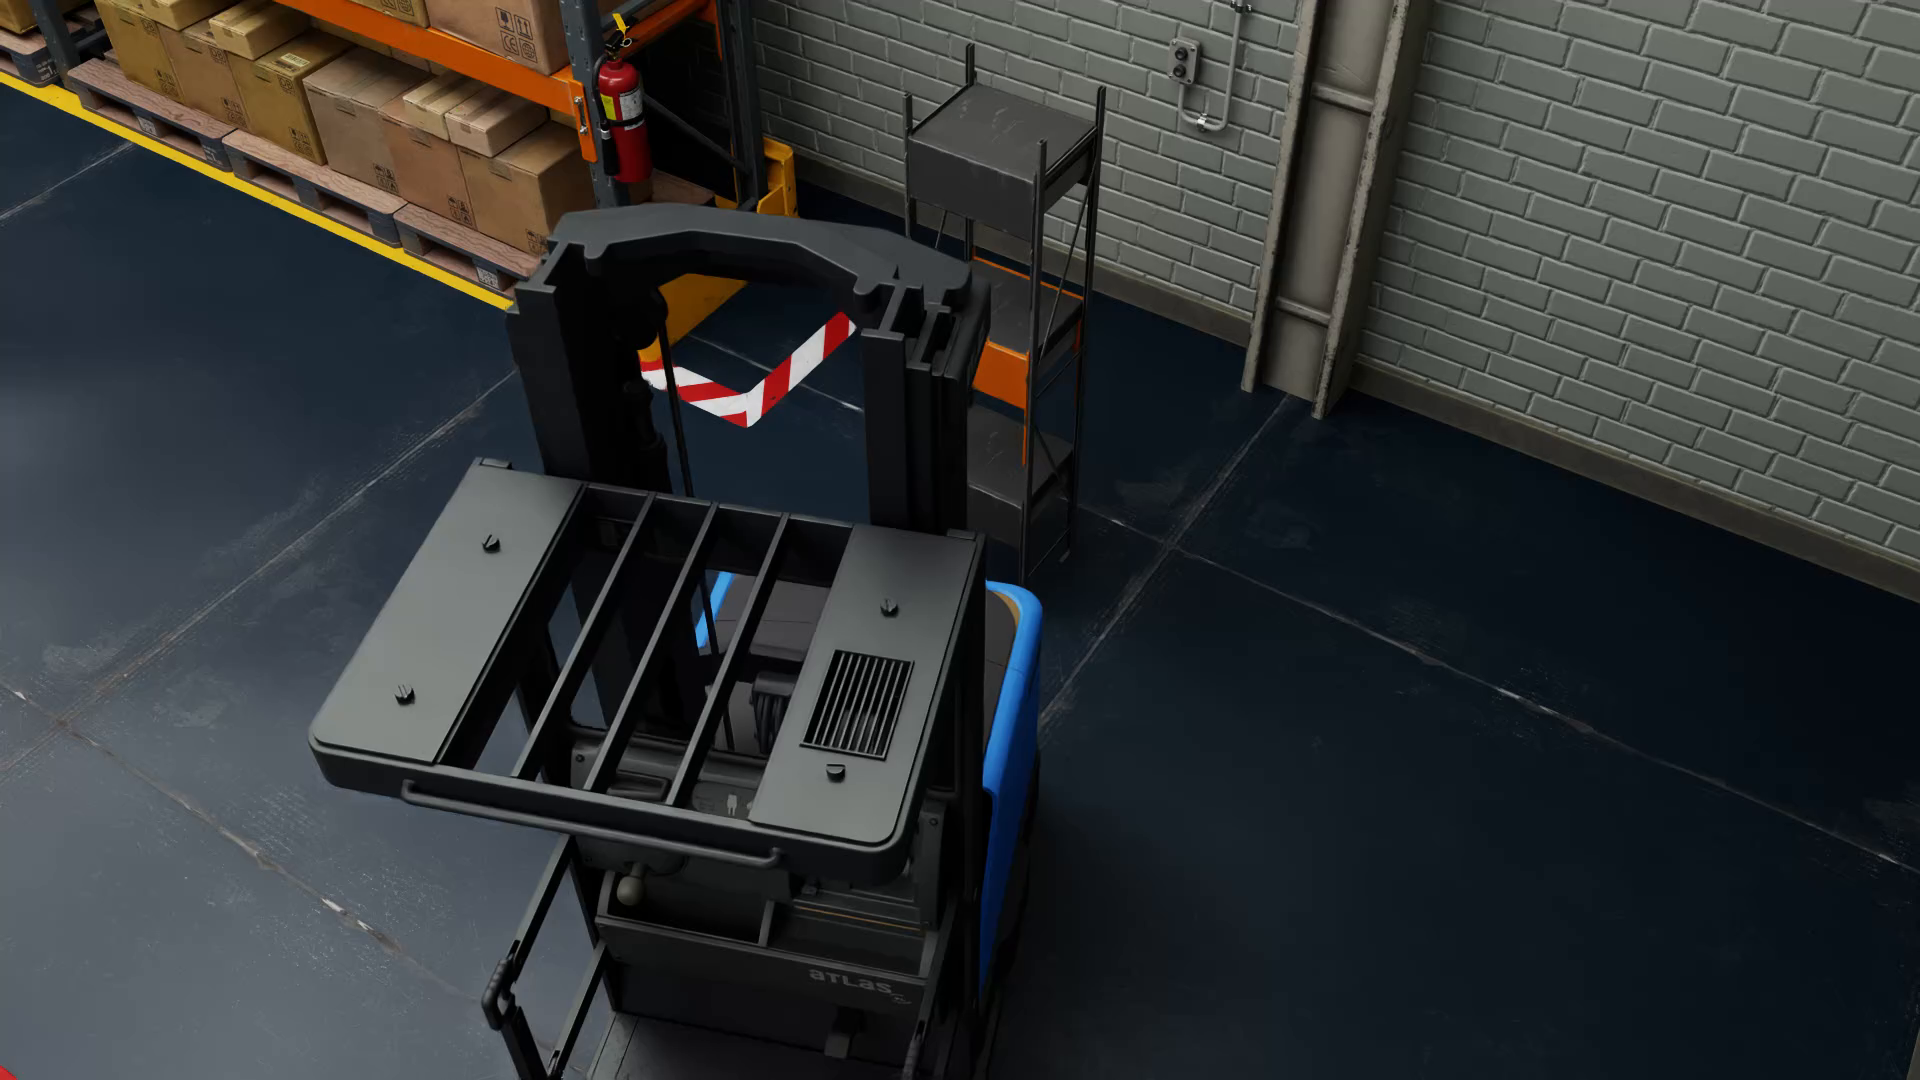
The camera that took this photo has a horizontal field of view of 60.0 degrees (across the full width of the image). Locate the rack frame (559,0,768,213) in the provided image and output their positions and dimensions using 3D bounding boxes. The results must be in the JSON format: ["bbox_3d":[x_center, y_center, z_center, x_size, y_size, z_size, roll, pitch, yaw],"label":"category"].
[{"bbox_3d":[-1.242,-2.259,6.854,0.127,3.000,1.000,25,51,22],"label":"rack frame"}]

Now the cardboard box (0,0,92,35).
[{"bbox_3d":[-5.226,-3.378,9.147,0.750,0.750,0.750,25,51,23],"label":"cardboard box"}]

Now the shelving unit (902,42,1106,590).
[{"bbox_3d":[0.139,-0.668,5.935,0.503,2.100,0.431,25,51,22],"label":"shelving unit"}]

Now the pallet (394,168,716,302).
[{"bbox_3d":[-1.957,-1.550,8.109,1.213,0.211,1.003,25,51,22],"label":"pallet"}]

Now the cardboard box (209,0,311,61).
[{"bbox_3d":[-3.405,-2.513,8.098,0.250,0.149,0.380,23,50,21],"label":"cardboard box"}]

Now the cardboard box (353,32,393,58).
[{"bbox_3d":[-2.740,-2.533,8.118,0.250,0.149,0.380,25,51,22],"label":"cardboard box"}]

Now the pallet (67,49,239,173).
[{"bbox_3d":[-4.011,-2.495,9.027,1.213,0.211,1.003,25,51,22],"label":"pallet"}]

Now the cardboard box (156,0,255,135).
[{"bbox_3d":[-3.613,-2.535,8.572,0.500,0.500,0.700,24,51,22],"label":"cardboard box"}]

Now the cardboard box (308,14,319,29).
[{"bbox_3d":[-3.170,-2.731,8.310,0.250,0.149,0.380,25,51,22],"label":"cardboard box"}]

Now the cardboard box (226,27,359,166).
[{"bbox_3d":[-3.183,-2.335,8.378,0.500,0.500,0.700,26,51,23],"label":"cardboard box"}]

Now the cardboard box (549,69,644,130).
[{"bbox_3d":[-1.672,-2.044,7.642,0.250,0.149,0.380,25,51,22],"label":"cardboard box"}]

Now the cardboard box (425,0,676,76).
[{"bbox_3d":[-1.676,-2.555,6.932,0.700,0.700,0.980,27,52,24],"label":"cardboard box"}]

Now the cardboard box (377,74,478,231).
[{"bbox_3d":[-2.306,-1.939,7.993,0.500,0.500,0.700,25,51,22],"label":"cardboard box"}]

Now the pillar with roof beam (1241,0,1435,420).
[{"bbox_3d":[-0.826,-1.228,1.669,0.400,9.000,9.100,25,51,22],"label":"pillar with roof beam"}]

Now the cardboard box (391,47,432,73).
[{"bbox_3d":[-2.523,-2.434,8.022,0.250,0.149,0.380,25,51,23],"label":"cardboard box"}]

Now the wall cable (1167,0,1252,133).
[{"bbox_3d":[0.347,-2.689,6.563,1.851,1.984,0.084,25,51,22],"label":"wall cable"}]

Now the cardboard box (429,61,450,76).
[{"bbox_3d":[-2.309,-2.336,7.927,0.250,0.149,0.380,25,51,22],"label":"cardboard box"}]

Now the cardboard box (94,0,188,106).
[{"bbox_3d":[-4.034,-2.732,8.763,0.500,0.500,0.700,25,51,23],"label":"cardboard box"}]

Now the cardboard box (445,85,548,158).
[{"bbox_3d":[-2.091,-1.911,7.513,0.250,0.149,0.380,24,51,22],"label":"cardboard box"}]

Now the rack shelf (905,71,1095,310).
[{"bbox_3d":[0.139,-1.146,5.442,0.480,0.518,0.431,25,51,22],"label":"rack shelf"}]

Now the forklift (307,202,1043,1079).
[{"bbox_3d":[-0.540,0.837,3.893,1.130,2.935,3.031,9,46,8],"label":"forklift"}]

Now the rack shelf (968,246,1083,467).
[{"bbox_3d":[0.139,-0.658,5.944,0.480,0.518,0.431,25,51,22],"label":"rack shelf"}]

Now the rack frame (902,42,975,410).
[{"bbox_3d":[-0.066,-0.762,6.026,0.015,2.100,0.400,25,51,22],"label":"rack frame"}]

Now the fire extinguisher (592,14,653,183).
[{"bbox_3d":[-1.364,-1.765,6.688,0.183,0.674,0.296,25,51,22],"label":"fire extinguisher"}]

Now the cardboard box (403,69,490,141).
[{"bbox_3d":[-2.307,-2.009,7.609,0.250,0.149,0.380,26,51,23],"label":"cardboard box"}]

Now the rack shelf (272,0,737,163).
[{"bbox_3d":[-2.925,-2.783,7.864,4.000,0.370,1.077,25,51,22],"label":"rack shelf"}]

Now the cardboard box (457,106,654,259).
[{"bbox_3d":[-1.885,-1.745,7.804,0.500,0.500,0.700,25,51,22],"label":"cardboard box"}]

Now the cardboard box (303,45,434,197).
[{"bbox_3d":[-2.730,-2.133,8.181,0.500,0.500,0.700,23,50,21],"label":"cardboard box"}]

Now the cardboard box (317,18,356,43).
[{"bbox_3d":[-2.953,-2.632,8.214,0.250,0.149,0.380,24,50,21],"label":"cardboard box"}]

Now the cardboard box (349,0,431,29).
[{"bbox_3d":[-2.295,-2.830,7.199,0.700,0.700,0.980,24,51,22],"label":"cardboard box"}]

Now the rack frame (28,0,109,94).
[{"bbox_3d":[-4.609,-3.808,8.359,0.127,3.000,1.000,25,51,22],"label":"rack frame"}]

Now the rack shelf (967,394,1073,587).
[{"bbox_3d":[0.139,-0.170,6.446,0.480,0.518,0.431,25,51,22],"label":"rack shelf"}]

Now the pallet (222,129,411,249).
[{"bbox_3d":[-2.980,-2.023,8.568,1.213,0.211,1.003,25,51,22],"label":"pallet"}]

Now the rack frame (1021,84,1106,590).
[{"bbox_3d":[0.345,-0.573,5.843,0.015,2.100,0.400,25,51,22],"label":"rack frame"}]

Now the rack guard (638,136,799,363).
[{"bbox_3d":[-1.221,-1.379,7.741,0.348,0.500,1.175,25,51,22],"label":"rack guard"}]

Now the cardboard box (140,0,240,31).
[{"bbox_3d":[-3.845,-2.715,8.295,0.250,0.149,0.380,26,51,23],"label":"cardboard box"}]

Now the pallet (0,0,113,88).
[{"bbox_3d":[-5.299,-3.089,9.605,1.213,0.211,1.003,25,51,22],"label":"pallet"}]
